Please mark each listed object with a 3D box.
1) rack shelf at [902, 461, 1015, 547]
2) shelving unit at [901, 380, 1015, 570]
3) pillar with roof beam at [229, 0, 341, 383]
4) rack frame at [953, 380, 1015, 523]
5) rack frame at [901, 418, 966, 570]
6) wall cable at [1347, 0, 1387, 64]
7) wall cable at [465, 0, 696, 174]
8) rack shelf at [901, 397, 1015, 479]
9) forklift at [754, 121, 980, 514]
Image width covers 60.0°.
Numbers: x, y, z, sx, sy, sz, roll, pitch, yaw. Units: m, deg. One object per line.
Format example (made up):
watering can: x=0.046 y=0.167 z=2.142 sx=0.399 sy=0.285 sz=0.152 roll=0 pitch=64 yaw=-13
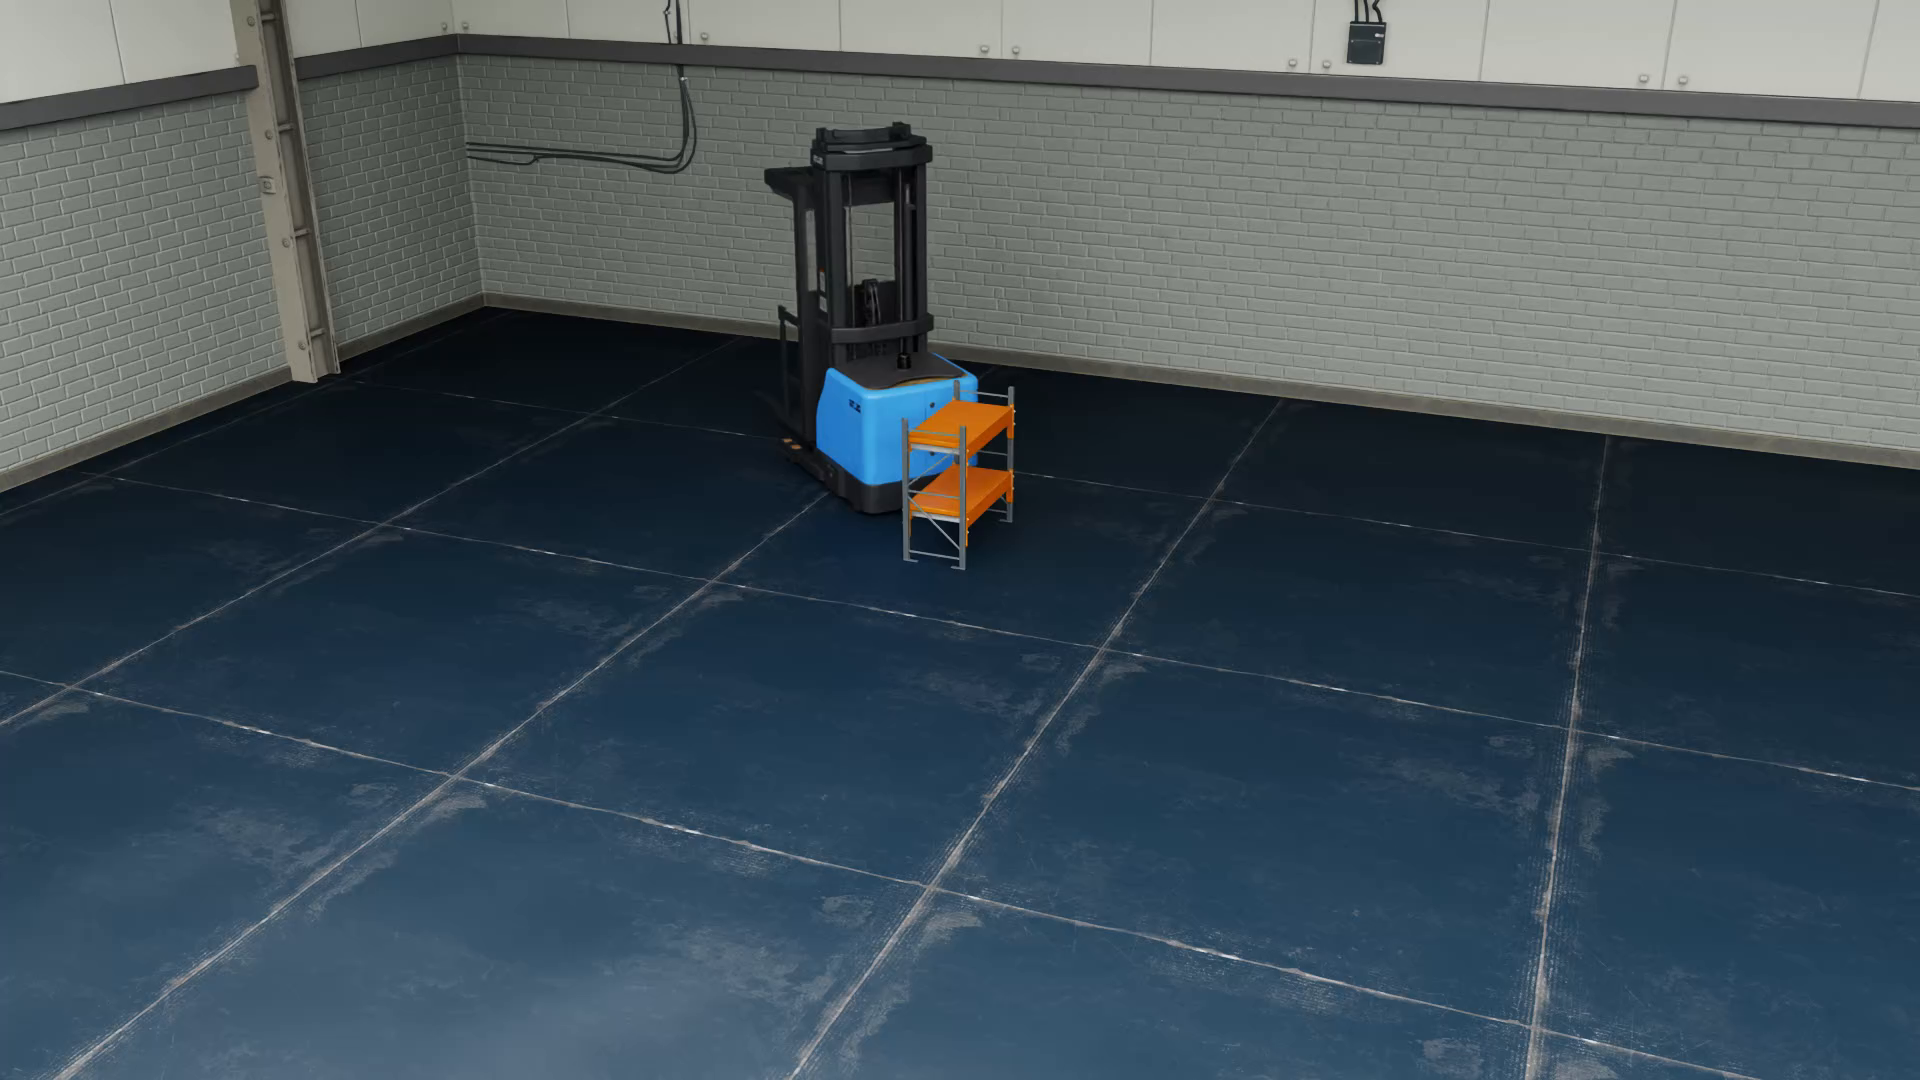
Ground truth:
rack shelf: x=-0.003 y=-0.291 z=12.844 sx=0.538 sy=0.278 sz=1.000 roll=9 pitch=24 yaw=20
shelving unit: x=-0.003 y=-0.517 z=12.750 sx=0.538 sy=1.125 sz=1.048 roll=9 pitch=24 yaw=20
pillar with roof beam: x=-2.583 y=-5.211 z=13.771 sx=9.100 sy=9.000 sz=0.400 roll=9 pitch=24 yaw=20
rack frame: x=0.186 y=-0.699 z=13.185 sx=0.500 sy=1.125 sz=0.032 roll=9 pitch=24 yaw=20
rack frame: x=-0.191 y=-0.335 z=12.314 sx=0.500 sy=1.125 sz=0.032 roll=9 pitch=24 yaw=20
wall cable: x=4.551 y=-6.896 z=13.395 sx=2.305 sy=6.003 sz=0.169 roll=9 pitch=24 yaw=20
wall cable: x=-4.258 y=-5.259 z=17.916 sx=3.097 sy=2.526 sz=0.112 roll=9 pitch=24 yaw=20
rack shelf: x=-0.003 y=-0.787 z=12.637 sx=0.538 sy=0.278 sz=1.000 roll=9 pitch=24 yaw=20
forklift: x=-0.962 y=-2.092 z=14.179 sx=1.130 sy=2.935 sz=3.031 roll=-11 pitch=25 yaw=-25
